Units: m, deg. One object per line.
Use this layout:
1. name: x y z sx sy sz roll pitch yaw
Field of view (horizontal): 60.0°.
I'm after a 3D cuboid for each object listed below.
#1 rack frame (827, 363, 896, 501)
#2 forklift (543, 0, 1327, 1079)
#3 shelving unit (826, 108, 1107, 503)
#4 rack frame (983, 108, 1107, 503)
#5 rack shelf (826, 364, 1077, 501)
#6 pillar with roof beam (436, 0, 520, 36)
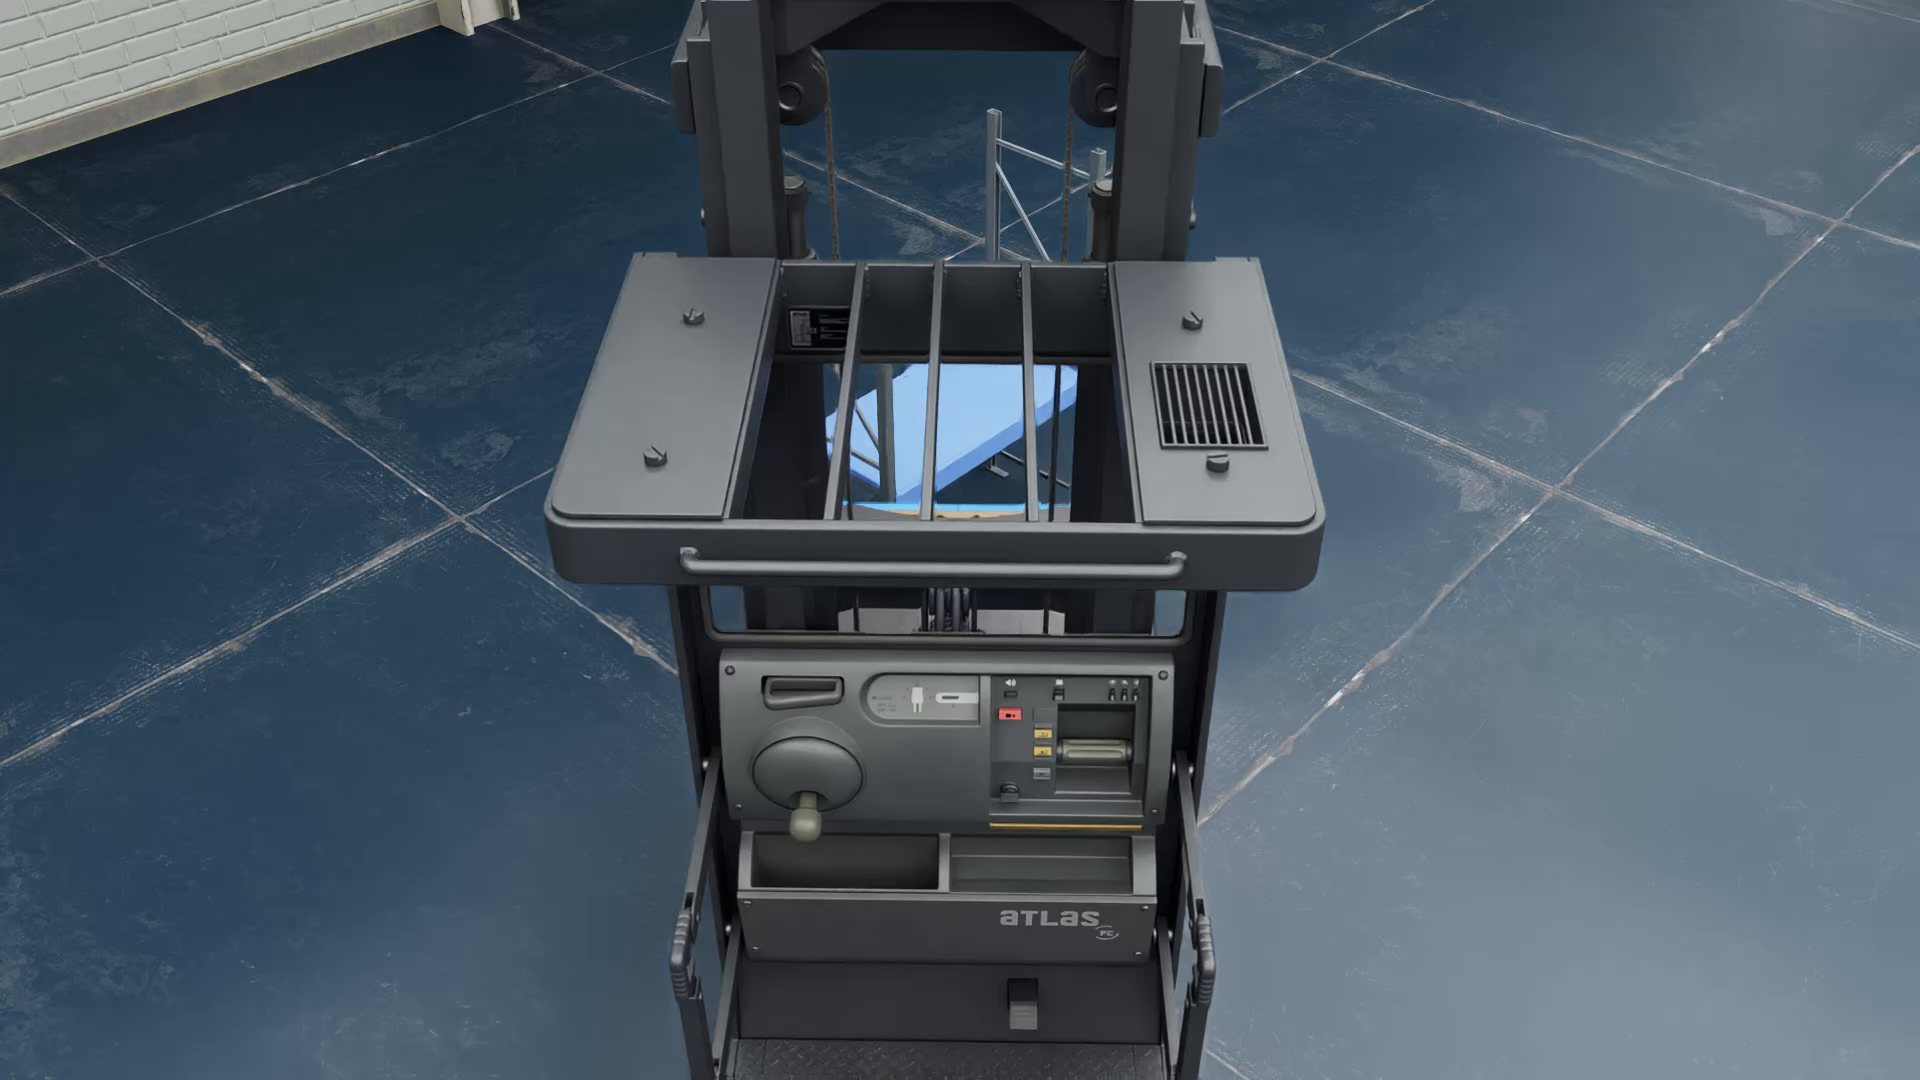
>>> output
1. rack frame: -0.400 -0.314 5.440 0.500 1.500 0.032 30 47 32
2. forklift: -0.030 0.500 3.266 1.130 2.935 3.031 1 38 1
3. shelving unit: -0.058 -0.548 5.734 0.538 1.500 1.048 30 47 32
4. rack frame: 0.285 -0.781 6.028 0.500 1.500 0.032 30 47 32
5. rack shelf: -0.058 -0.407 5.846 0.538 0.185 1.000 30 47 32
6. pillar with roof beam: 0.204 -4.931 5.221 9.100 9.000 0.400 30 47 32
